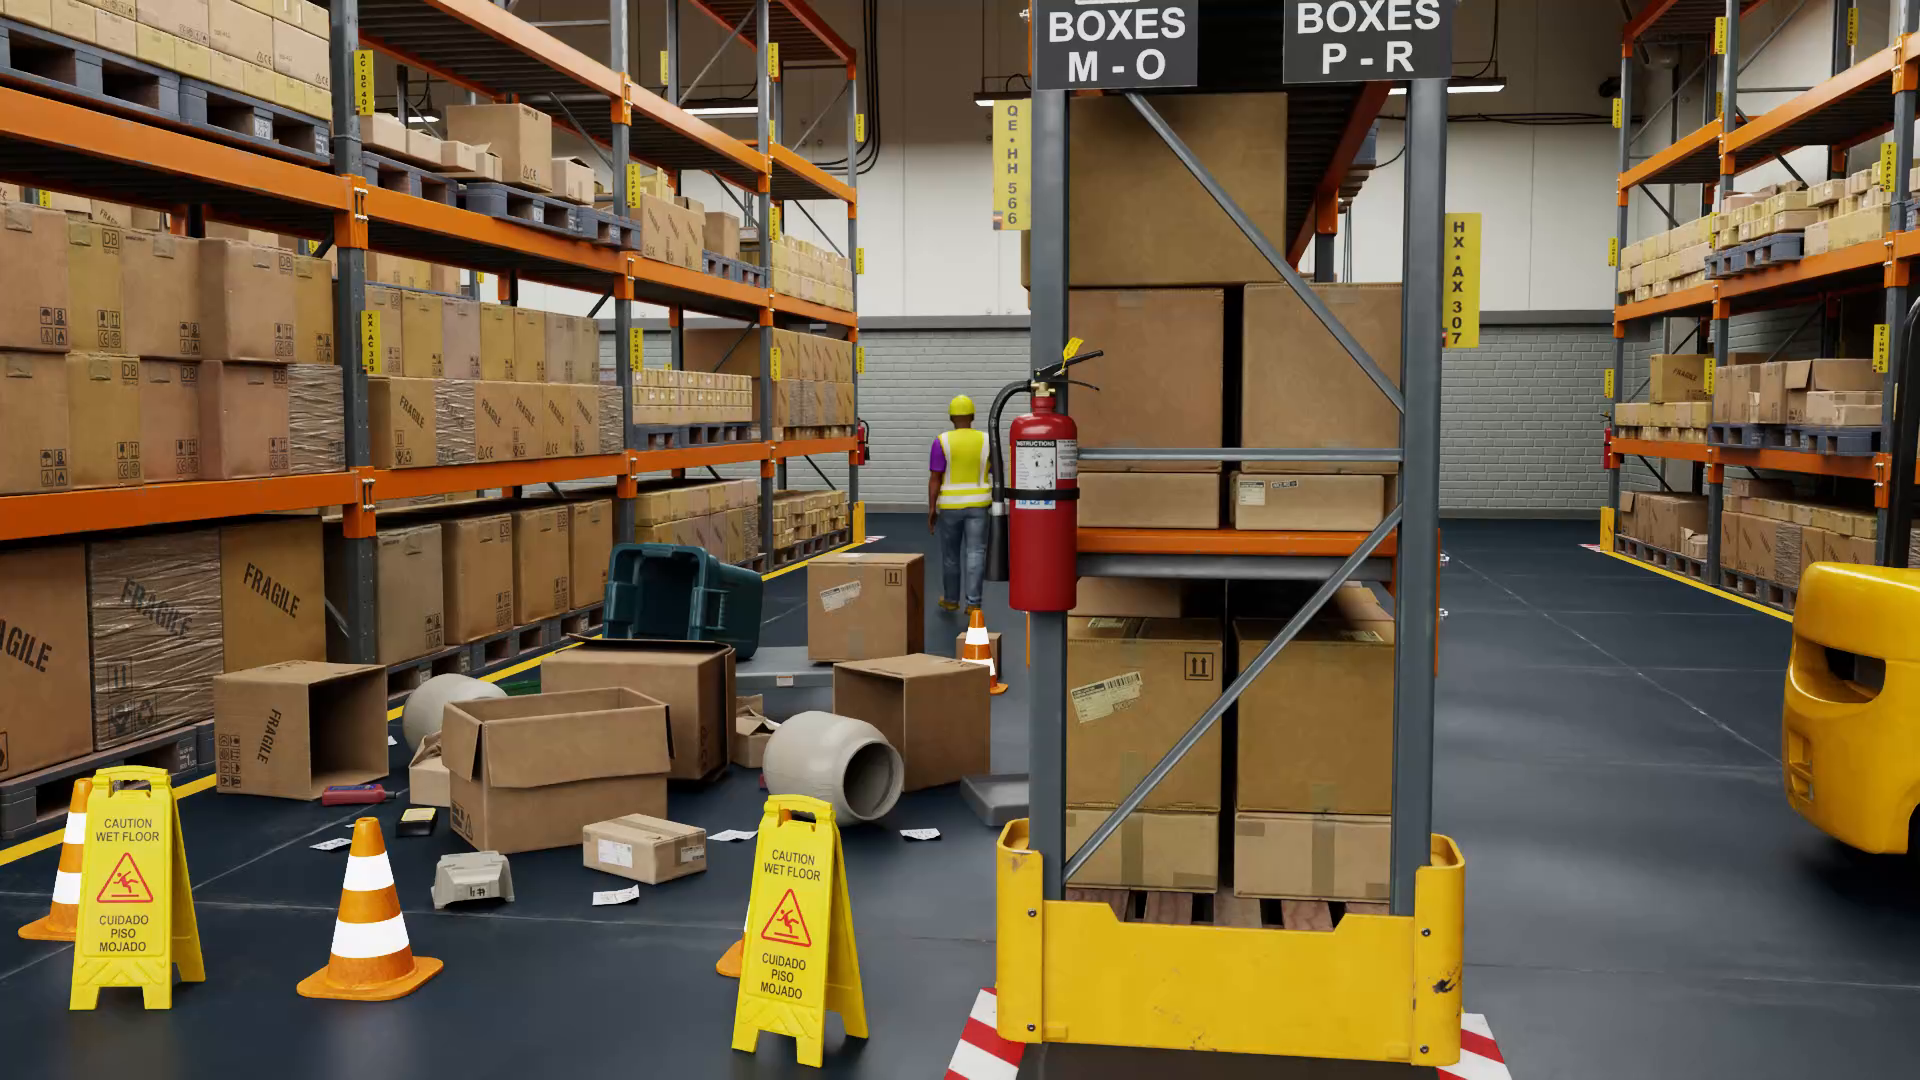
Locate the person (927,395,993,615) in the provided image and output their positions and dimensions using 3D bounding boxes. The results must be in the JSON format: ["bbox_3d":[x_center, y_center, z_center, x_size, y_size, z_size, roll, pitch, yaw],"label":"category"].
[{"bbox_3d":[0.039,-0.275,13.030,0.604,1.719,1.031,0,4,-3],"label":"person"}]
